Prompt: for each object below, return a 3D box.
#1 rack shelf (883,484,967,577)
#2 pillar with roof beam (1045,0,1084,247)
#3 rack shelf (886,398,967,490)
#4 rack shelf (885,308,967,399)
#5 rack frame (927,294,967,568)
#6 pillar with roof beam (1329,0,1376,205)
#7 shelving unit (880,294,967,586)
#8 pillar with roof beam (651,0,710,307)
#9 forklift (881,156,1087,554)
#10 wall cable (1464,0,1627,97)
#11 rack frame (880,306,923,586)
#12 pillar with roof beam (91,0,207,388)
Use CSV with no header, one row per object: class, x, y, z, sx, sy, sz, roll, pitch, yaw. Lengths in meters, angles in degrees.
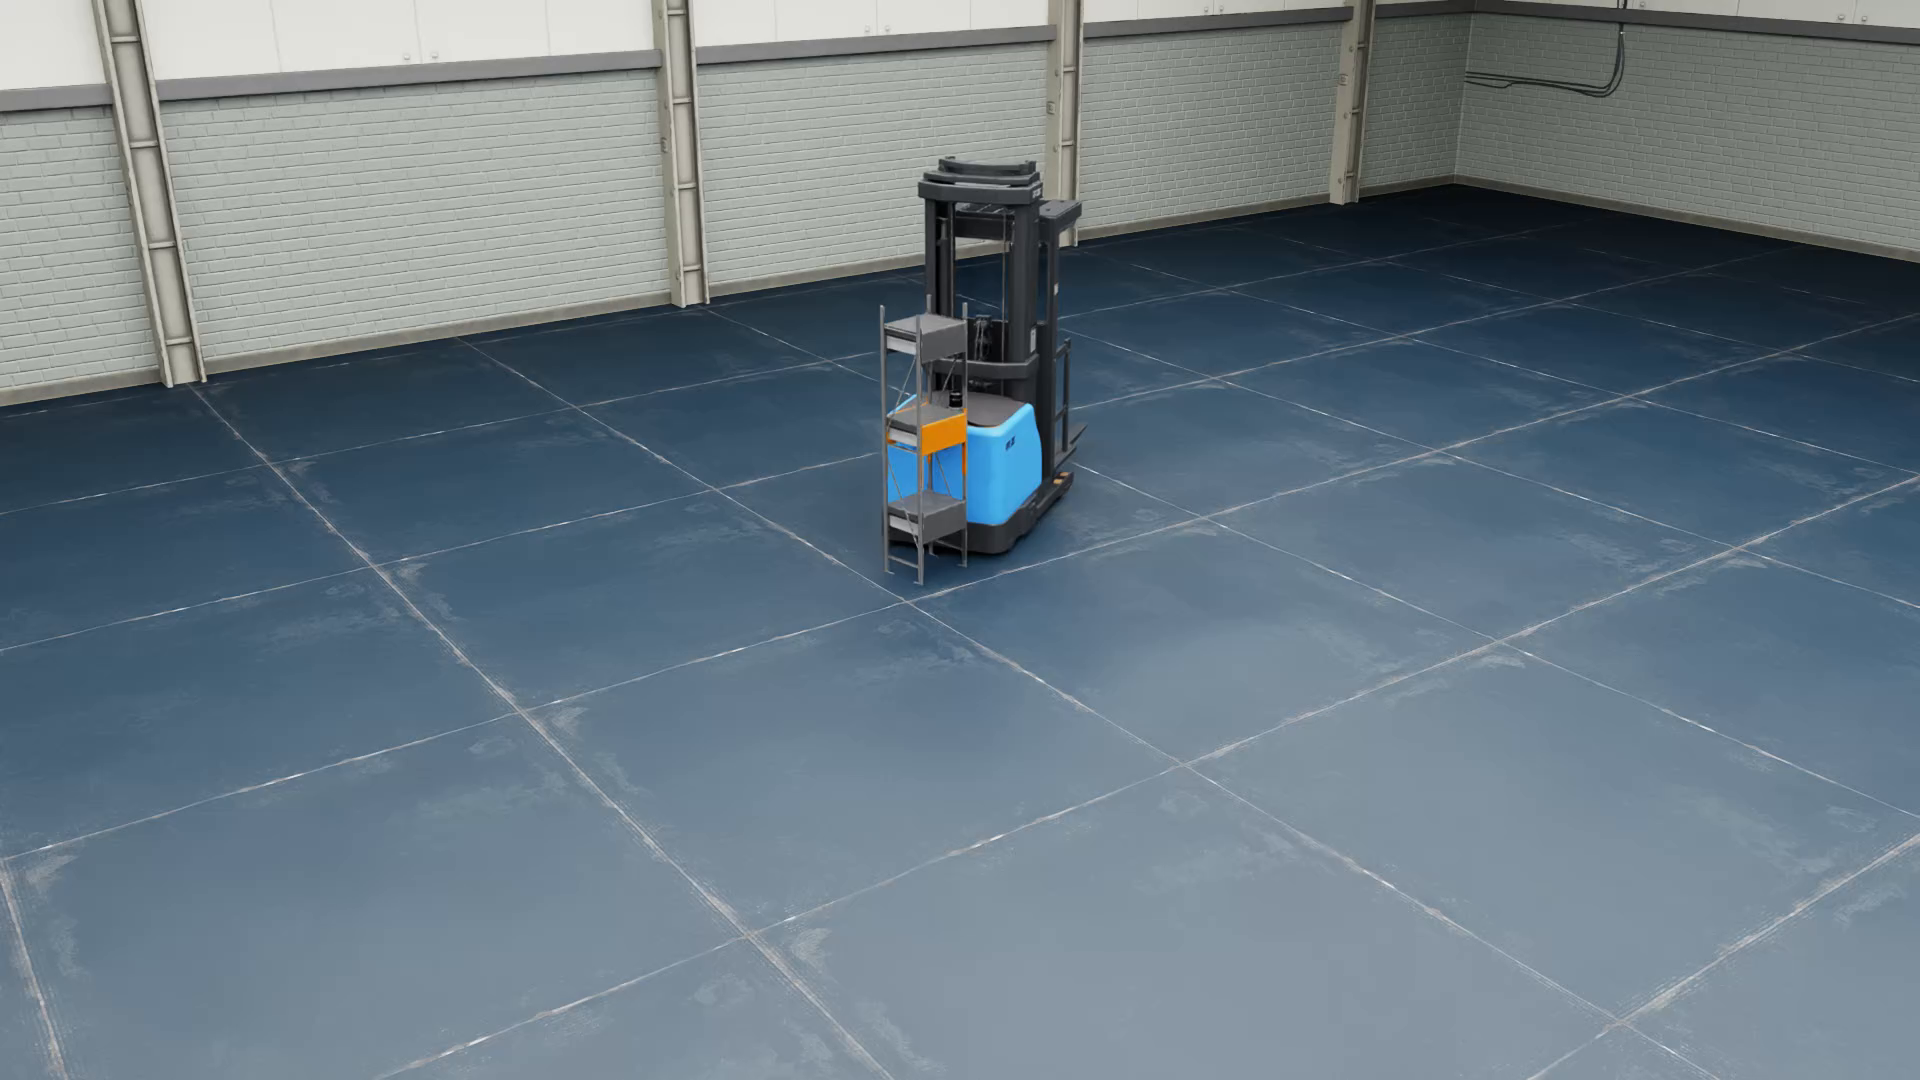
rack shelf,-0.265,-0.078,12.780,0.431,0.518,0.480,19,29,39
pillar with roof beam,3.981,-7.175,19.331,0.400,9.000,9.100,-15,26,-33
rack shelf,-0.265,-0.729,12.521,0.431,0.518,0.480,19,29,39
rack shelf,-0.265,-1.379,12.261,0.431,0.518,0.480,19,29,39
rack frame,-0.098,-0.807,12.681,0.400,2.100,0.015,19,29,39
pillar with roof beam,8.852,-8.474,22.585,0.400,9.000,9.100,-15,26,-33
shelving unit,-0.265,-0.741,12.516,0.431,2.100,0.503,19,29,39
pillar with roof beam,-0.889,-5.877,16.076,0.400,9.000,9.100,-15,26,-33
forklift,0.356,-1.769,13.969,1.130,2.935,3.031,8,23,19
wall cable,9.501,-8.567,27.007,0.112,2.526,3.097,-15,26,-33
rack frame,-0.432,-0.675,12.350,0.400,2.100,0.015,19,29,39
pillar with roof beam,-5.760,-4.578,12.821,0.400,9.000,9.100,-15,26,-33
